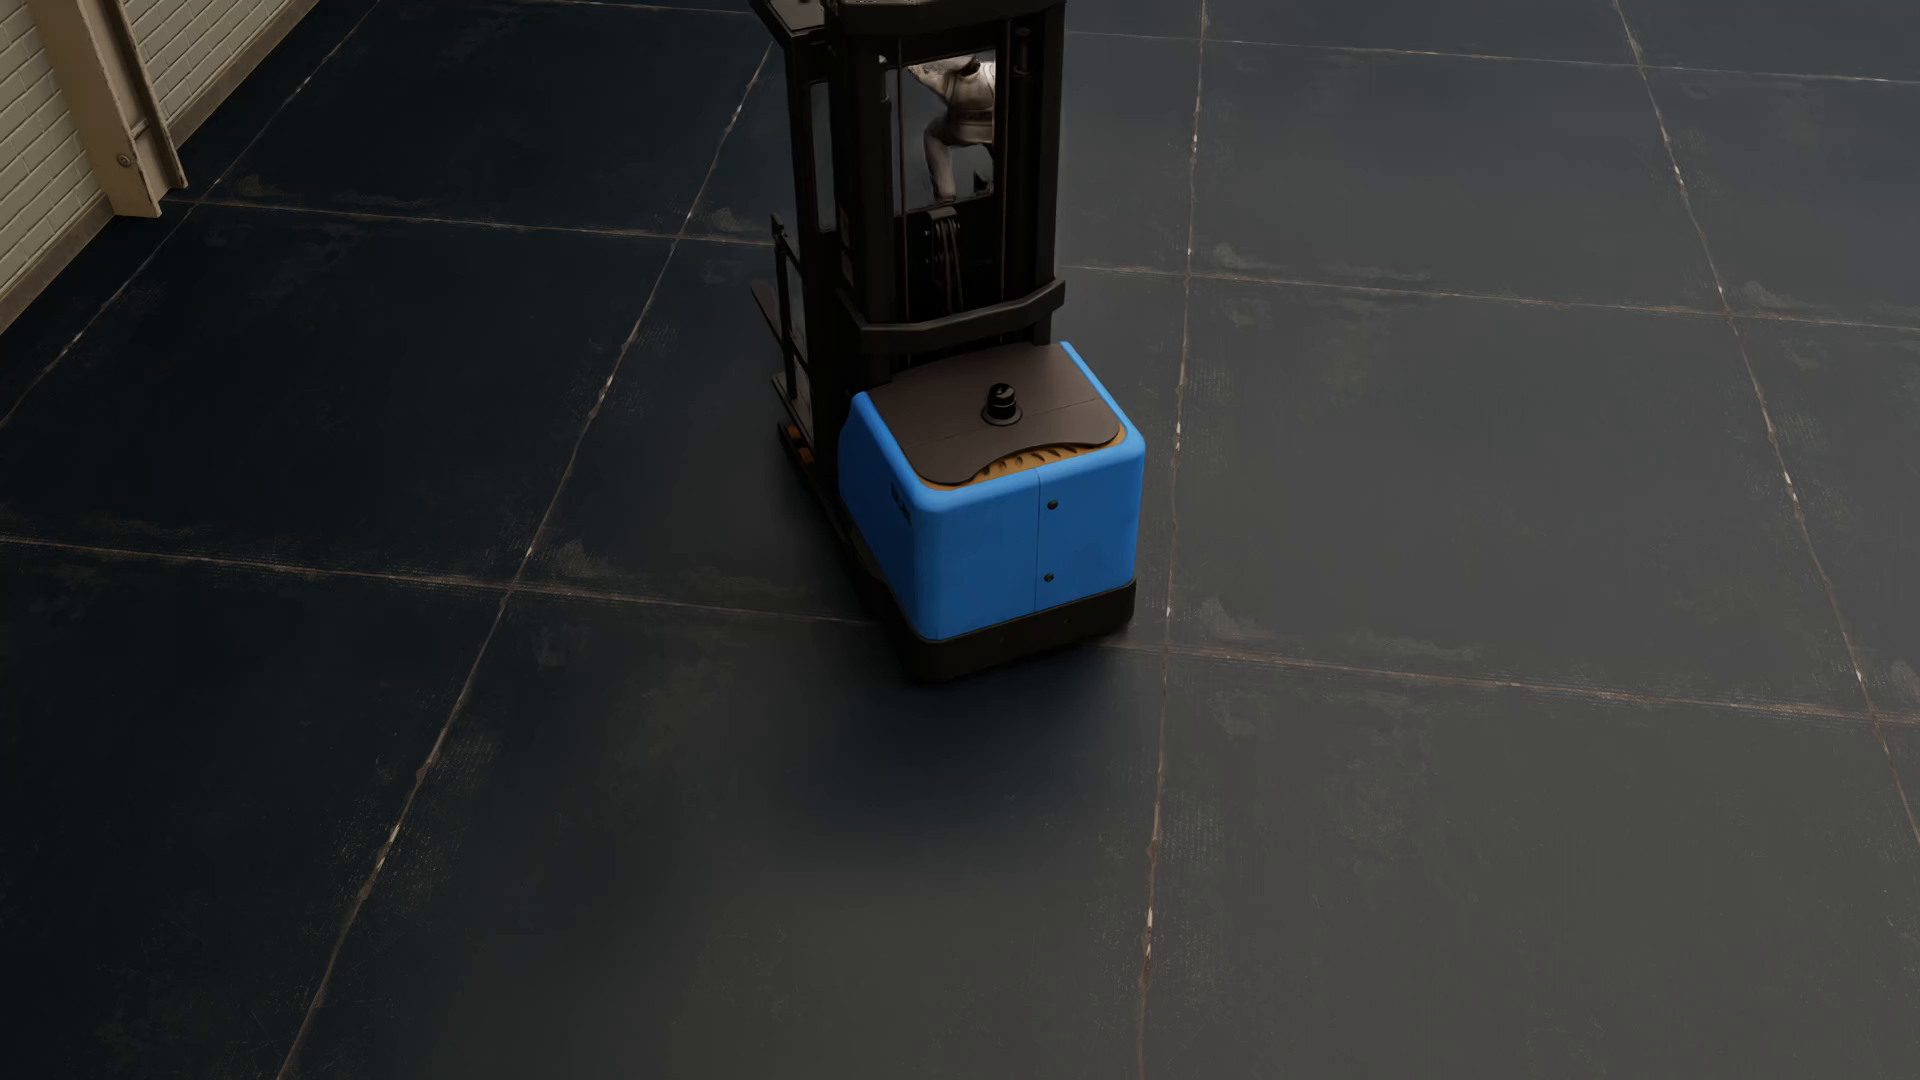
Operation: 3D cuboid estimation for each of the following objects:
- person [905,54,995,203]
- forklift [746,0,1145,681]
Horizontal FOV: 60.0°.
[{"bbox_3d":[-0.063,-2.407,9.361,0.932,1.589,0.795,6,43,7],"label":"person"},{"bbox_3d":[-0.260,-1.480,7.335,1.130,2.935,3.031,-16,45,-16],"label":"forklift"}]
